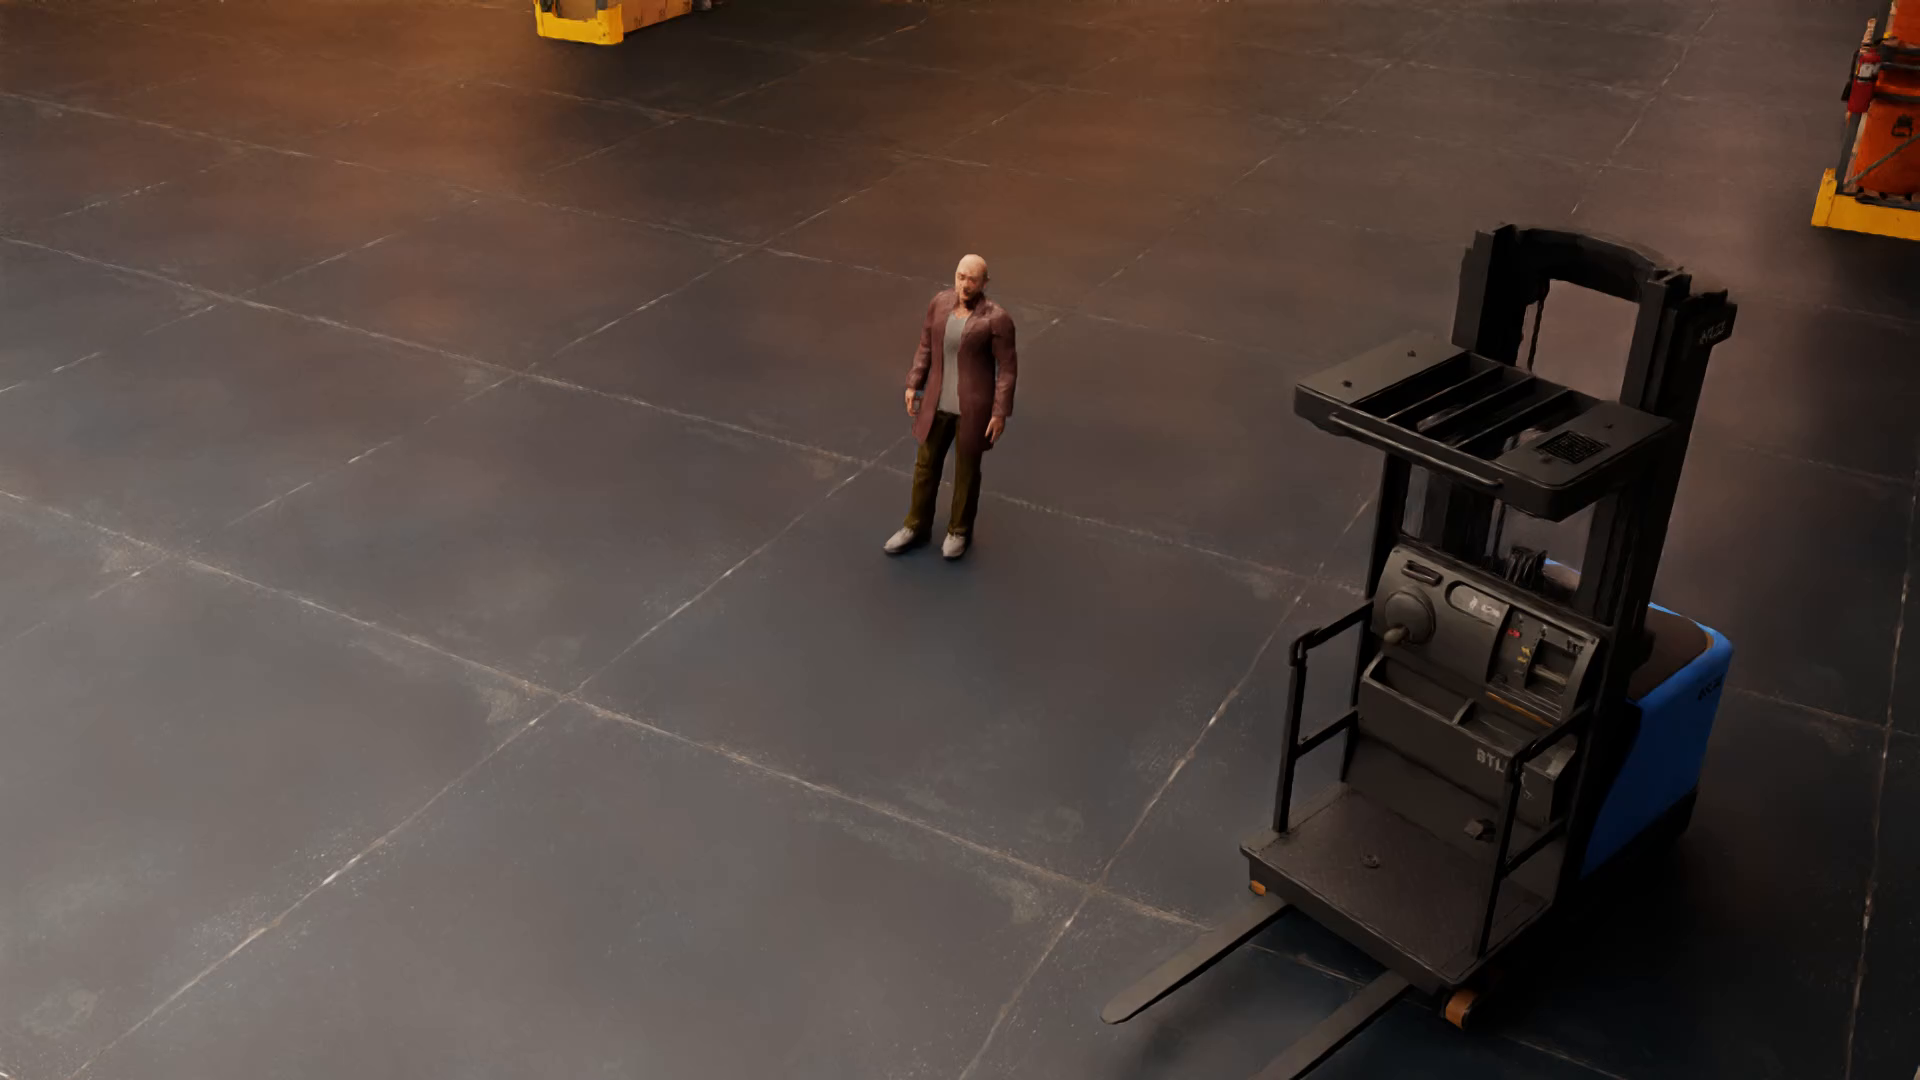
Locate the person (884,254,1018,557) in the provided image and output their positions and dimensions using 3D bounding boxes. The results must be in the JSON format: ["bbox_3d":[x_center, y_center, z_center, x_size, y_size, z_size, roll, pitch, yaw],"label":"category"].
[{"bbox_3d":[-0.048,-0.737,9.488,0.694,1.776,0.580,15,33,25],"label":"person"}]

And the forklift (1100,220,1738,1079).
[{"bbox_3d":[1.894,0.381,6.411,3.031,2.935,1.130,-24,37,-35],"label":"forklift"}]
